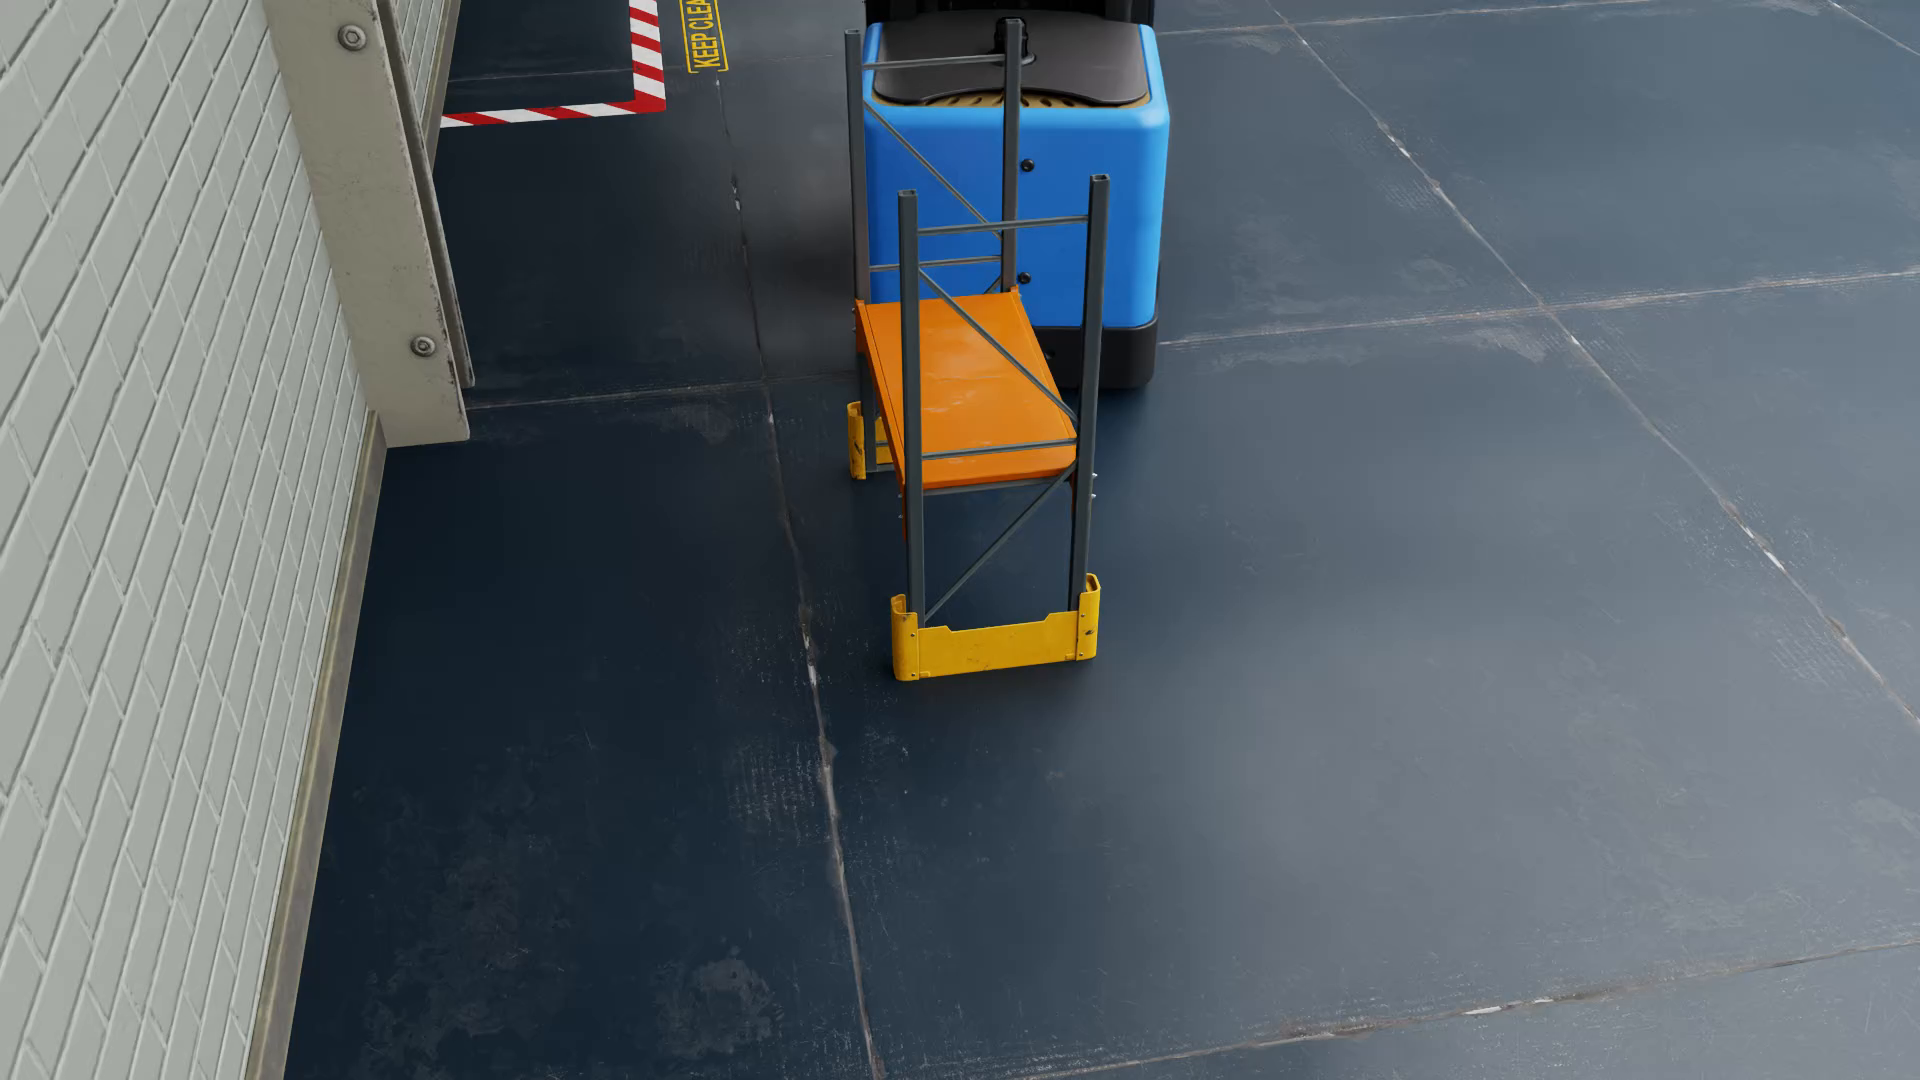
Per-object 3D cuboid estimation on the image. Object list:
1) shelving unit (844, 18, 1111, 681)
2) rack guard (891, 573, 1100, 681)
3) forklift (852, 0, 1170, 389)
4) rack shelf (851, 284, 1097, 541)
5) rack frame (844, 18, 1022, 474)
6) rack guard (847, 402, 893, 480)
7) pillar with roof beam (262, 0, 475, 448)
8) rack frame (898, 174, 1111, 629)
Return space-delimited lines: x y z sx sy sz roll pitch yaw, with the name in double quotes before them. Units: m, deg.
"shelving unit" 0.013 -0.546 4.731 0.587 1.500 1.083 -6 38 -8
"rack guard" 0.101 0.248 4.727 0.587 0.250 0.087 -6 38 -8
"forklift" 0.193 -2.563 6.160 1.130 2.935 3.031 1 38 1
"rack shelf" 0.015 -0.399 4.834 0.538 0.185 1.000 -6 38 -8
"rack frame" -0.074 -0.848 5.119 0.500 1.500 0.032 -6 38 -8
"rack guard" -0.074 -0.353 5.501 0.587 0.250 0.087 -6 38 -8
"pillar with roof beam" 2.370 -4.463 3.660 9.100 9.000 0.400 -6 38 -8
"rack frame" 0.104 -0.234 4.328 0.500 1.500 0.032 -6 38 -8
